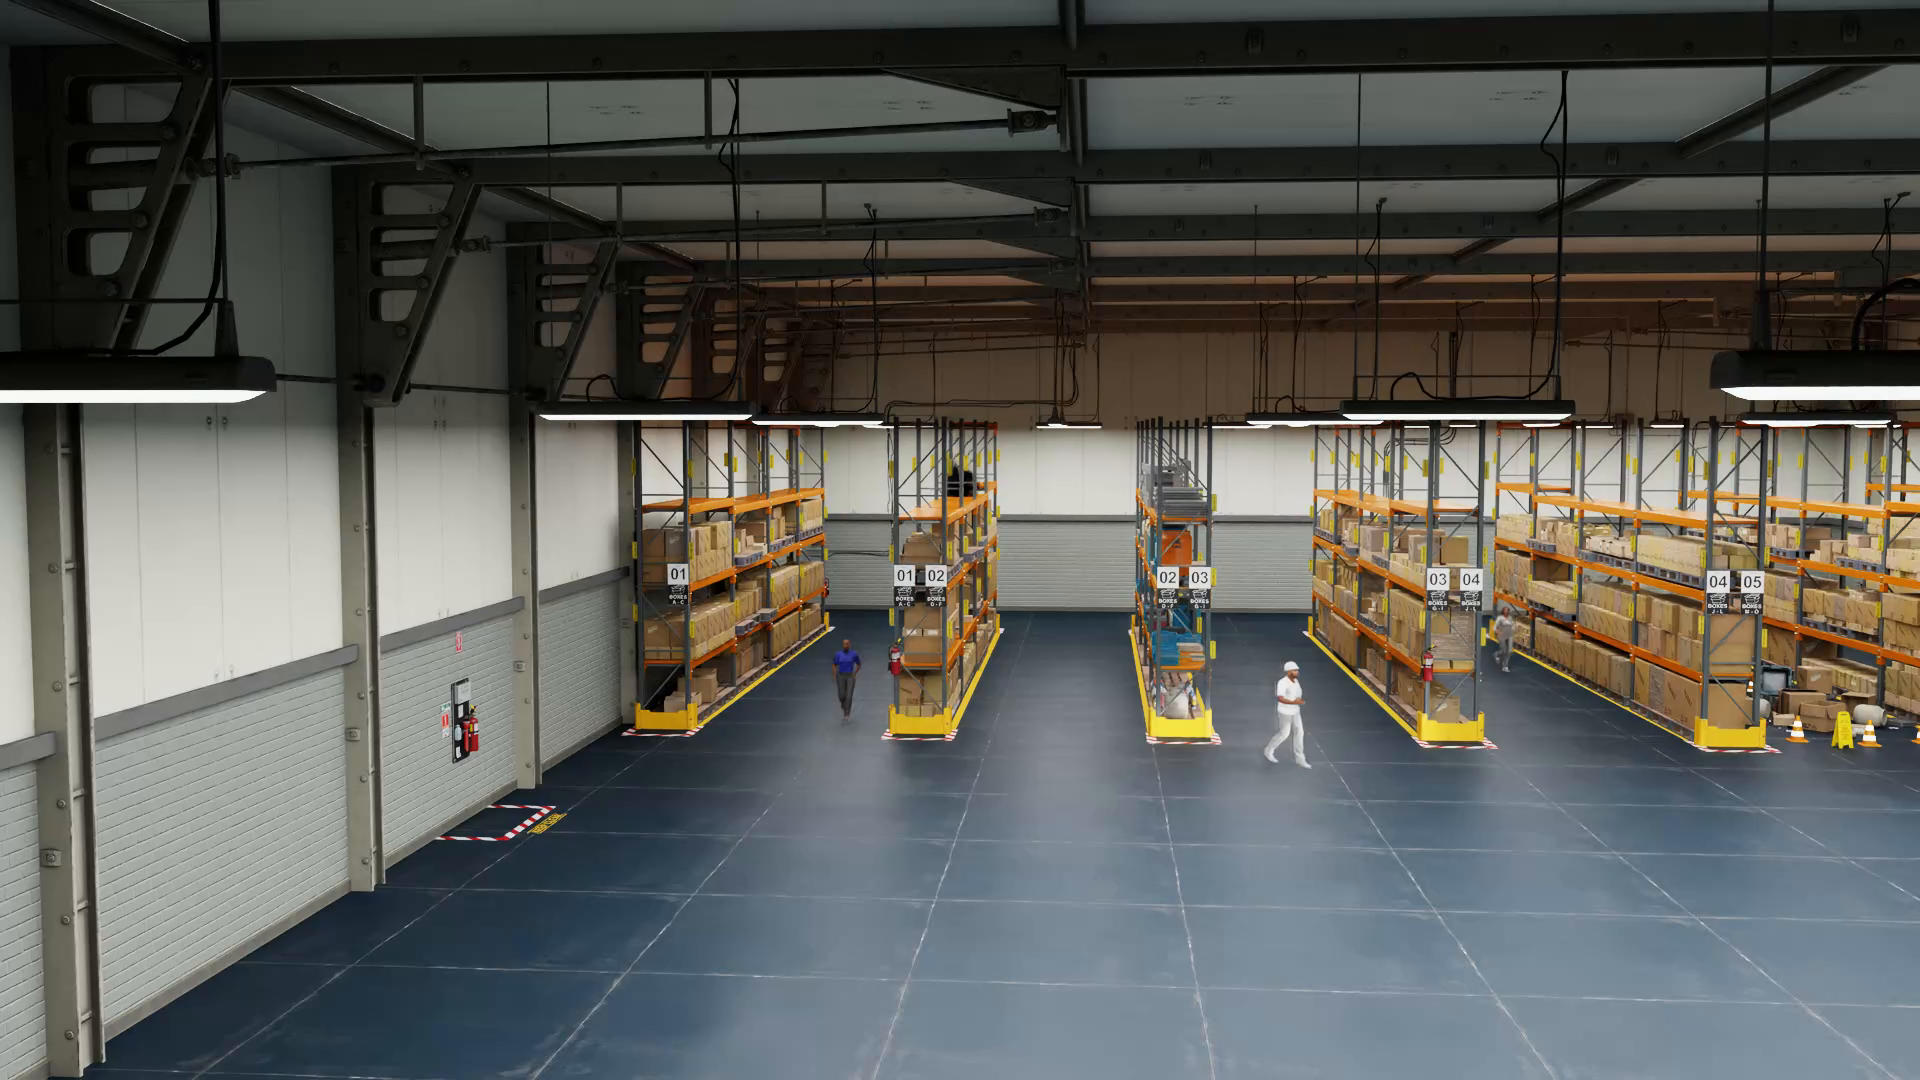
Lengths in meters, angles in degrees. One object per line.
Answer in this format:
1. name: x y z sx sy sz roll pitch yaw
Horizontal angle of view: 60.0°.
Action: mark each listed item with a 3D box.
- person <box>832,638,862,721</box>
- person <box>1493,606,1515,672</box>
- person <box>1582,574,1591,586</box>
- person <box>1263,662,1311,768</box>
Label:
1. person: -2.256 2.763 33.145 0.585 1.621 0.591 0 4 0
2. person: 13.025 2.356 39.787 0.537 1.561 0.589 0 4 -6
3. person: 17.920 1.798 47.325 0.734 1.703 0.650 0 4 -5
4. person: 5.613 2.978 28.451 0.838 1.810 0.722 3 5 39
